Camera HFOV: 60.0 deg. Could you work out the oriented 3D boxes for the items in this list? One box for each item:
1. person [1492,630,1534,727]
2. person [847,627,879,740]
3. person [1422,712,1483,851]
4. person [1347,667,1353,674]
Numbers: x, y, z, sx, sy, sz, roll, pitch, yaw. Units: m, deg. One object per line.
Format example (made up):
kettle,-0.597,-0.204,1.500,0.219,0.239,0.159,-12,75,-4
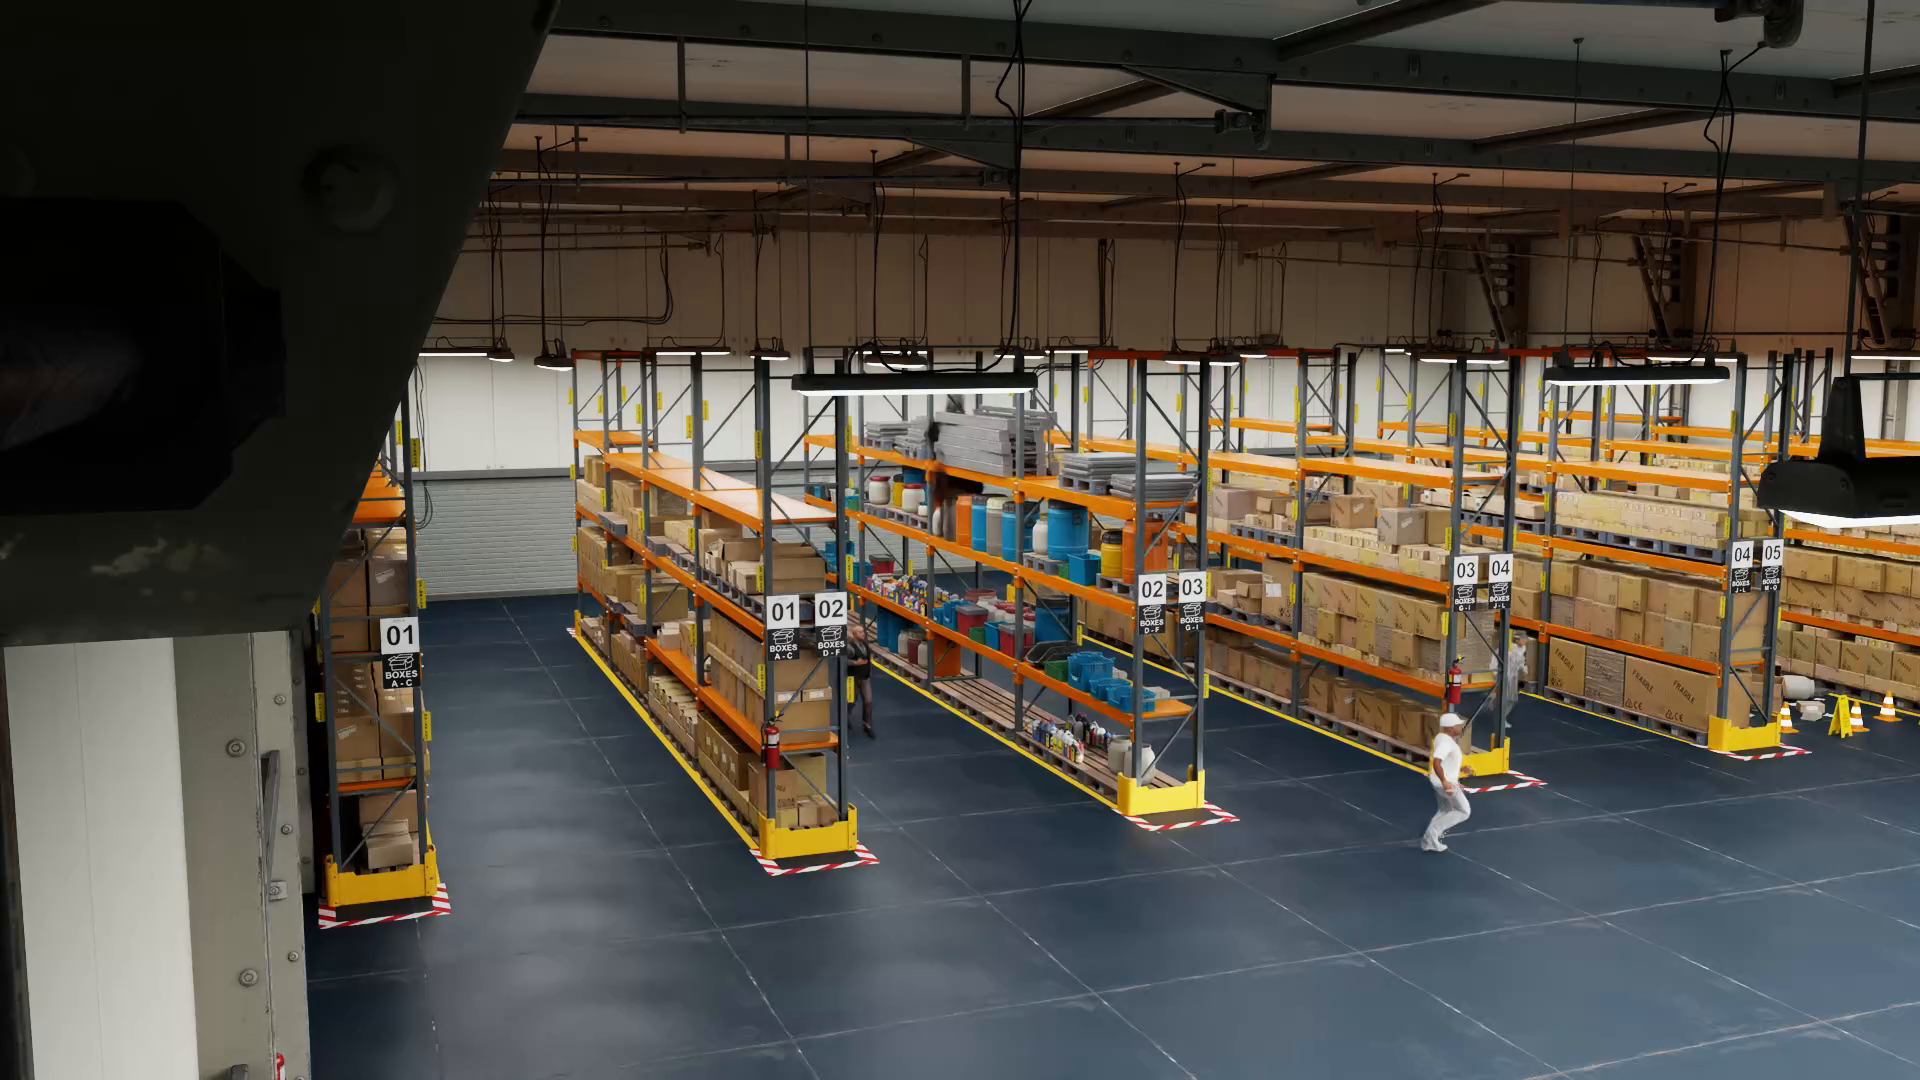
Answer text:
person,8.926,2.223,26.781,0.605,1.613,0.632,-6,9,-38
person,-1.617,2.229,26.175,0.637,1.759,0.877,-6,9,-38
person,6.023,2.947,20.265,0.719,1.716,0.685,1,7,5
person,7.355,1.703,31.091,0.678,1.616,0.798,-4,8,-28
